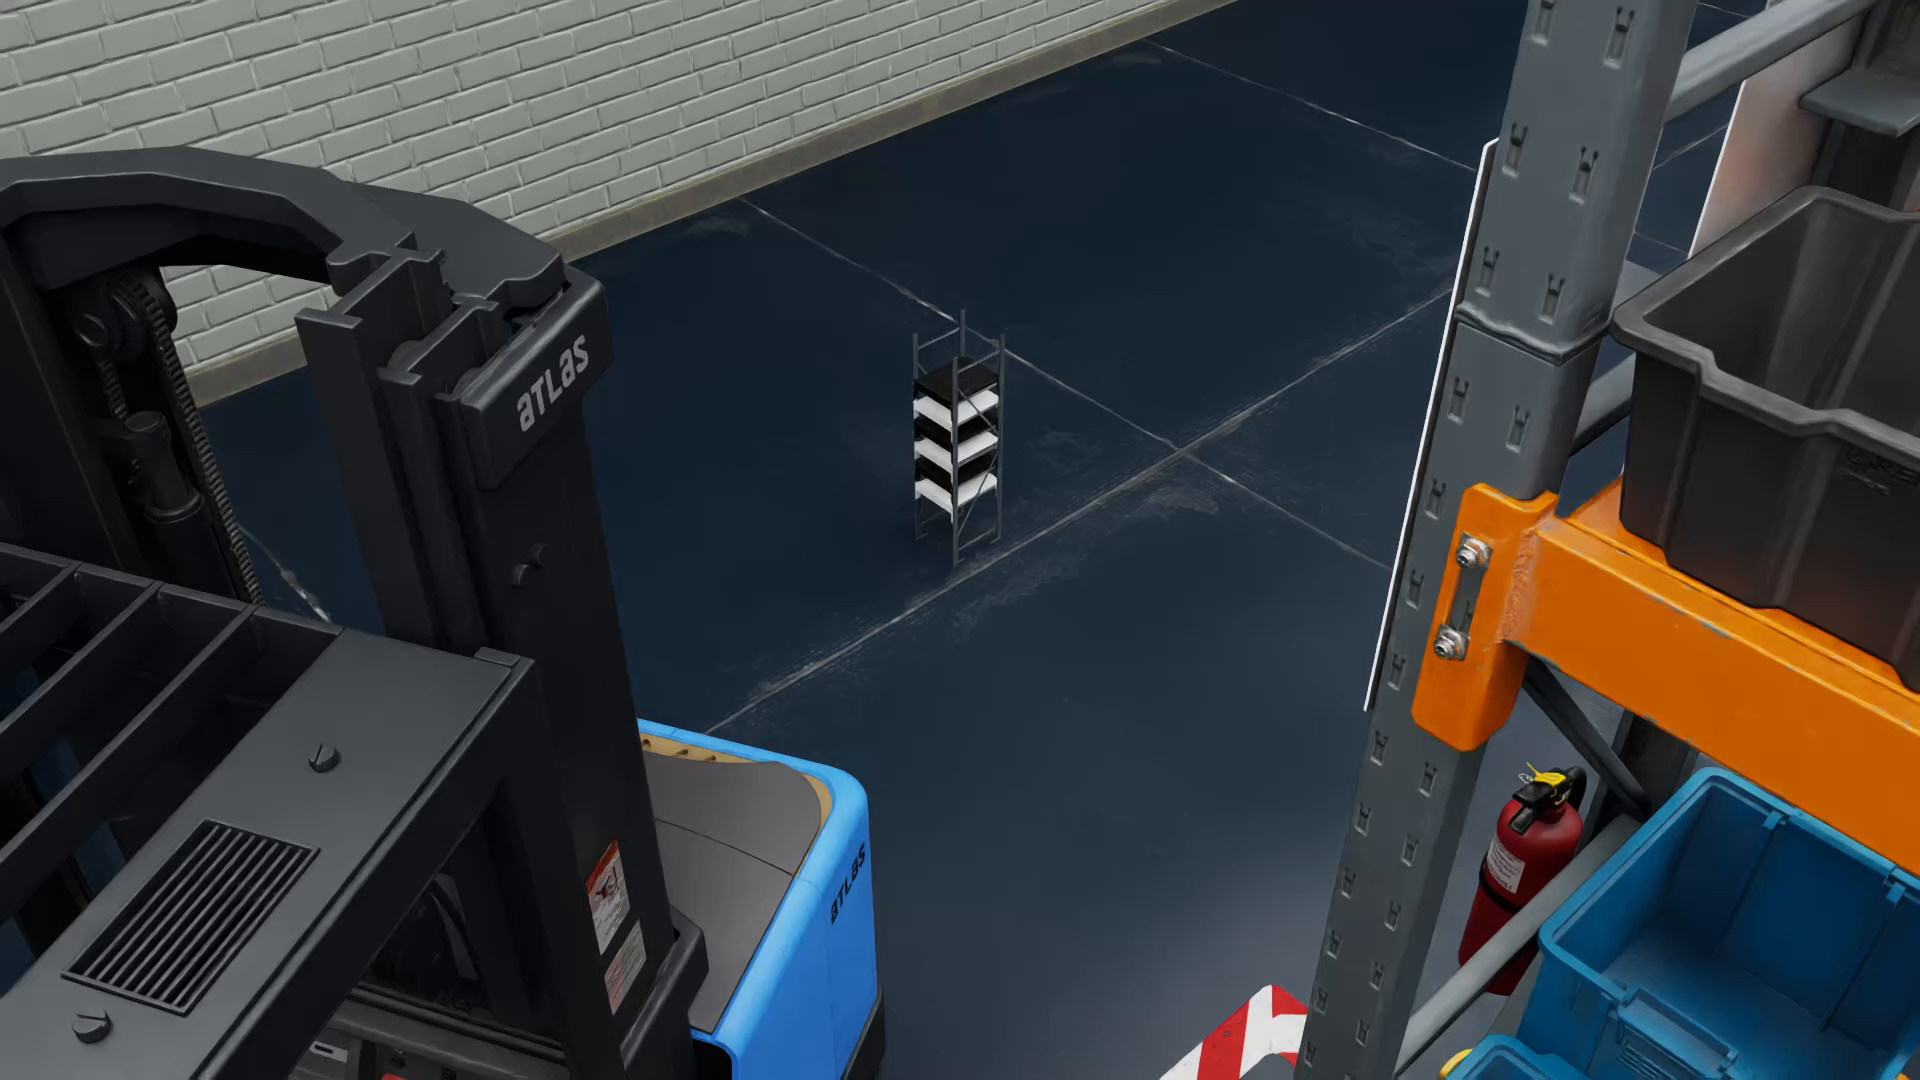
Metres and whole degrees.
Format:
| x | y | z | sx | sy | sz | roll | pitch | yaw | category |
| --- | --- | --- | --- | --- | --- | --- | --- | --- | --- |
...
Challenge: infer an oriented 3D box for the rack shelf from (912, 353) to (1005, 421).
| x | y | z | sx | sy | sz | roll | pitch | yaw | category |
| --- | --- | --- | --- | --- | --- | --- | --- | --- | --- |
| -0.005 | -0.538 | 5.823 | 0.258 | 0.077 | 0.200 | -30 | 48 | -32 | rack shelf |

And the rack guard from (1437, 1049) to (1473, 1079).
| x | y | z | sx | sy | sz | roll | pitch | yaw | category |
| --- | --- | --- | --- | --- | --- | --- | --- | --- | --- |
| 0.909 | 1.716 | 3.727 | 1.175 | 0.500 | 0.348 | -30 | 48 | -32 | rack guard |

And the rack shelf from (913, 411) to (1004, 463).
| x | y | z | sx | sy | sz | roll | pitch | yaw | category |
| --- | --- | --- | --- | --- | --- | --- | --- | --- | --- |
| -0.005 | -0.398 | 5.936 | 0.258 | 0.077 | 0.200 | -30 | 48 | -32 | rack shelf |

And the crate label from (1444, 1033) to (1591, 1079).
| x | y | z | sx | sy | sz | roll | pitch | yaw | category |
| --- | --- | --- | --- | --- | --- | --- | --- | --- | --- |
| 0.859 | 1.045 | 2.654 | 0.416 | 0.233 | 0.303 | -30 | 48 | -32 | crate label |

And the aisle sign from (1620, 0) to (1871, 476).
| x | y | z | sx | sy | sz | roll | pitch | yaw | category |
| --- | --- | --- | --- | --- | --- | --- | --- | --- | --- |
| 1.102 | -0.420 | 2.314 | 0.394 | 0.787 | 0.004 | -30 | 48 | -32 | aisle sign |

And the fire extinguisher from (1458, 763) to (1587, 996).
| x | y | z | sx | sy | sz | roll | pitch | yaw | category |
| --- | --- | --- | --- | --- | --- | --- | --- | --- | --- |
| 1.168 | 0.661 | 3.402 | 0.296 | 0.674 | 0.183 | -30 | 48 | -32 | fire extinguisher |

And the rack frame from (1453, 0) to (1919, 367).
| x | y | z | sx | sy | sz | roll | pitch | yaw | category |
| --- | --- | --- | --- | --- | --- | --- | --- | --- | --- |
| 0.935 | -1.585 | 1.050 | 1.000 | 3.000 | 0.127 | -30 | 48 | -32 | rack frame |

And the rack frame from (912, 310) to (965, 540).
| x | y | z | sx | sy | sz | roll | pitch | yaw | category |
| --- | --- | --- | --- | --- | --- | --- | --- | --- | --- |
| -0.074 | -0.401 | 6.030 | 0.240 | 0.900 | 0.006 | -30 | 48 | -32 | rack frame |

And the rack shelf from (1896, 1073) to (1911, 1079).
| x | y | z | sx | sy | sz | roll | pitch | yaw | category |
| --- | --- | --- | --- | --- | --- | --- | --- | --- | --- |
| 2.288 | 1.955 | 2.015 | 1.077 | 0.370 | 4.000 | -30 | 48 | -32 | rack shelf |

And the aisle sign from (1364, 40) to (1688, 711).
| x | y | z | sx | sy | sz | roll | pitch | yaw | category |
| --- | --- | --- | --- | --- | --- | --- | --- | --- | --- |
| 0.668 | -0.169 | 2.003 | 0.394 | 0.787 | 0.004 | -30 | 48 | -32 | aisle sign |

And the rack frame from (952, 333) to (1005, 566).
| x | y | z | sx | sy | sz | roll | pitch | yaw | category |
| --- | --- | --- | --- | --- | --- | --- | --- | --- | --- |
| 0.063 | -0.307 | 5.914 | 0.240 | 0.900 | 0.006 | -30 | 48 | -32 | rack frame |

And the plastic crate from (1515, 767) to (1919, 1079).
| x | y | z | sx | sy | sz | roll | pitch | yaw | category |
| --- | --- | --- | --- | --- | --- | --- | --- | --- | --- |
| 1.299 | 0.788 | 2.811 | 0.616 | 0.435 | 0.499 | -30 | 48 | -32 | plastic crate |

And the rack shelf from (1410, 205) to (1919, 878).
| x | y | z | sx | sy | sz | roll | pitch | yaw | category |
| --- | --- | --- | --- | --- | --- | --- | --- | --- | --- |
| 2.288 | 0.788 | 1.073 | 1.077 | 0.370 | 4.000 | -30 | 48 | -32 | rack shelf |

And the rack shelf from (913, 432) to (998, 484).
| x | y | z | sx | sy | sz | roll | pitch | yaw | category |
| --- | --- | --- | --- | --- | --- | --- | --- | --- | --- |
| -0.005 | -0.328 | 5.993 | 0.258 | 0.077 | 0.200 | -30 | 48 | -32 | rack shelf |

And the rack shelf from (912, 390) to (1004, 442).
| x | y | z | sx | sy | sz | roll | pitch | yaw | category |
| --- | --- | --- | --- | --- | --- | --- | --- | --- | --- |
| -0.005 | -0.468 | 5.880 | 0.258 | 0.077 | 0.200 | -30 | 48 | -32 | rack shelf |

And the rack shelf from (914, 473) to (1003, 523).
| x | y | z | sx | sy | sz | roll | pitch | yaw | category |
| --- | --- | --- | --- | --- | --- | --- | --- | --- | --- |
| -0.005 | -0.188 | 6.106 | 0.258 | 0.077 | 0.200 | -30 | 48 | -32 | rack shelf |

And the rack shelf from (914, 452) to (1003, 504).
| x | y | z | sx | sy | sz | roll | pitch | yaw | category |
| --- | --- | --- | --- | --- | --- | --- | --- | --- | --- |
| -0.005 | -0.258 | 6.049 | 0.258 | 0.077 | 0.200 | -30 | 48 | -32 | rack shelf |

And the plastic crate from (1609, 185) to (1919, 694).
| x | y | z | sx | sy | sz | roll | pitch | yaw | category |
| --- | --- | --- | --- | --- | --- | --- | --- | --- | --- |
| 0.990 | -0.070 | 1.666 | 0.497 | 0.269 | 0.590 | -30 | 48 | -32 | plastic crate |

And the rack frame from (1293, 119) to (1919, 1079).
| x | y | z | sx | sy | sz | roll | pitch | yaw | category |
| --- | --- | --- | --- | --- | --- | --- | --- | --- | --- |
| 0.935 | 0.749 | 2.935 | 1.000 | 3.000 | 0.127 | -30 | 48 | -32 | rack frame |

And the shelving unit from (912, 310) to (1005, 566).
| x | y | z | sx | sy | sz | roll | pitch | yaw | category |
| --- | --- | --- | --- | --- | --- | --- | --- | --- | --- |
| -0.005 | -0.354 | 5.972 | 0.258 | 0.900 | 0.210 | -30 | 48 | -32 | shelving unit |

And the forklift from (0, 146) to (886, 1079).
| x | y | z | sx | sy | sz | roll | pitch | yaw | category |
| --- | --- | --- | --- | --- | --- | --- | --- | --- | --- |
| -1.147 | 1.024 | 2.649 | 1.130 | 2.935 | 3.031 | 12 | 40 | 14 | forklift |
